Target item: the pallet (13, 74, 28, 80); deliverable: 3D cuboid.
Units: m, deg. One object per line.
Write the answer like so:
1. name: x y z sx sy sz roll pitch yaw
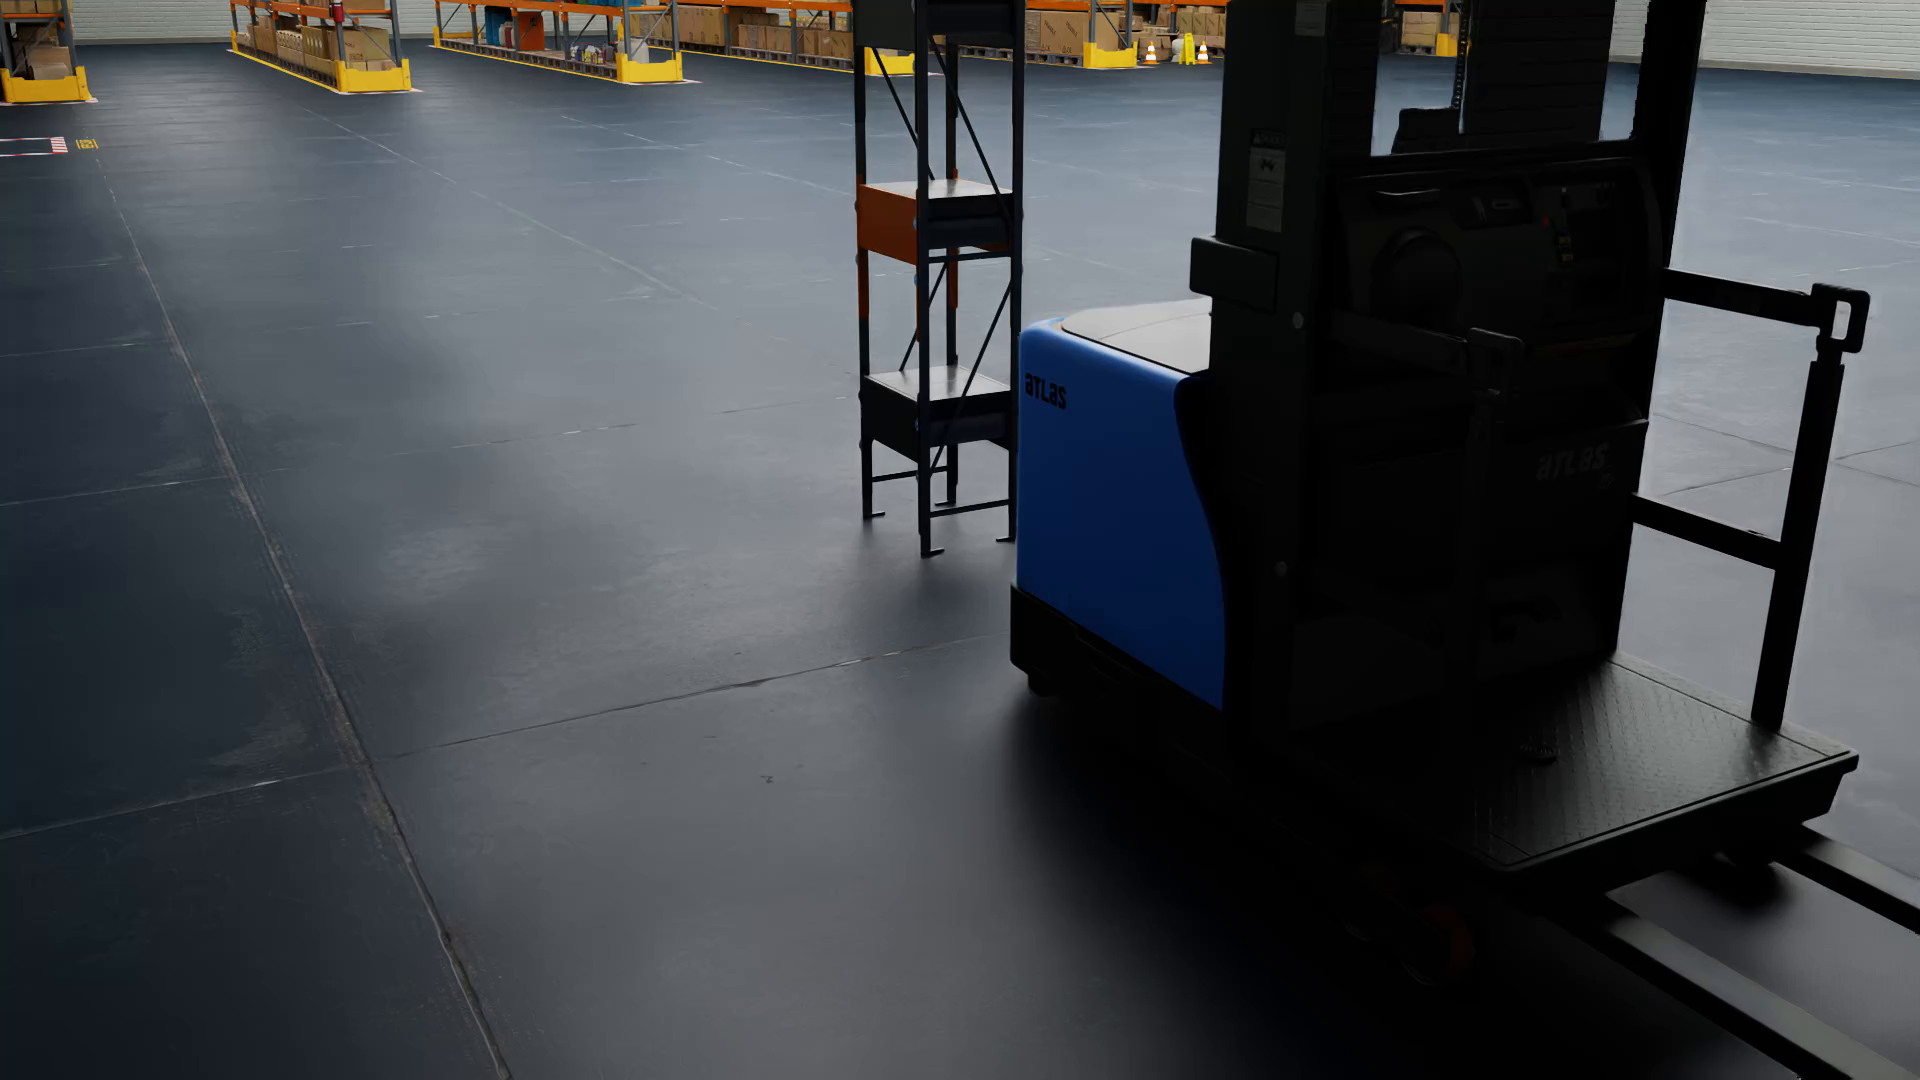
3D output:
1. pallet: -15.899 -7.970 28.906 1.003 0.211 1.213 -10 21 -27

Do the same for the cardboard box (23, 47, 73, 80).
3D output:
1. cardboard box: -15.174 -7.949 27.725 0.700 0.500 0.500 -12 22 -30

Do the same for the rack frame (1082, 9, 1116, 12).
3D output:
1. rack frame: 3.651 -14.461 43.441 1.000 3.000 0.127 -10 21 -27

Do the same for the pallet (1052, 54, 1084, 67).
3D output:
1. pallet: 2.693 -10.268 35.564 1.003 0.211 1.213 -10 21 -27

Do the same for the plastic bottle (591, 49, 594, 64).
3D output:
1. plastic bottle: -7.050 -9.358 32.155 0.152 0.276 0.135 -11 22 -28

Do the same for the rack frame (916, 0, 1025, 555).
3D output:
1. rack frame: 0.037 -0.970 5.724 0.400 2.100 0.015 -10 21 -27

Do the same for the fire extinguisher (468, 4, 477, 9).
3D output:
1. fire extinguisher: -12.900 -14.356 43.827 0.296 0.674 0.183 -10 21 -27

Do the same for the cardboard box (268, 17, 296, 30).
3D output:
1. cardboard box: -14.472 -11.021 35.480 0.500 0.250 0.500 -9 21 -25

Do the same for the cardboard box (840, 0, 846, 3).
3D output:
1. cardboard box: -2.197 -10.917 33.555 0.380 0.149 0.250 -10 21 -27

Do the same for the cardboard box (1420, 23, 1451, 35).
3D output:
1. cardboard box: 11.310 -12.161 39.580 0.500 0.250 0.500 -10 22 -27

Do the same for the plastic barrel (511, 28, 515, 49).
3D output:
1. plastic barrel: -10.023 -11.467 37.935 0.421 0.512 0.421 0 19 0

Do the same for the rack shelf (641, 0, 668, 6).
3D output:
1. rack shelf: -7.920 -14.308 44.101 1.077 0.370 4.000 -10 21 -27

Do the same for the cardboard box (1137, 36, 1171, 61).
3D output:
1. cardboard box: 4.388 -11.096 37.517 0.637 0.503 0.797 7 20 20

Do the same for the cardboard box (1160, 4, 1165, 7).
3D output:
1. cardboard box: 6.108 -15.708 48.794 0.380 0.149 0.250 -10 22 -28

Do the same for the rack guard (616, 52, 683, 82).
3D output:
1. rack guard: -5.708 -8.695 30.563 1.175 0.500 0.348 -10 21 -27

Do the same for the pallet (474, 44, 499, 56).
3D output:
1. pallet: -10.999 -11.761 39.891 1.003 0.211 1.213 -10 21 -27

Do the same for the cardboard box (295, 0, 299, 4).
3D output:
1. cardboard box: -12.979 -10.961 33.144 0.500 0.500 0.500 -11 22 -30

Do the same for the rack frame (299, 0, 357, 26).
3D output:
1. rack frame: -11.891 -10.244 31.221 1.000 3.000 0.127 -10 21 -27

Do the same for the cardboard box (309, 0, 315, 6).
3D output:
1. cardboard box: -11.675 -10.165 30.838 0.700 0.500 0.500 -11 22 -28

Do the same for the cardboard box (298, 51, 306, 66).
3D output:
1. cardboard box: -12.343 -9.217 31.816 0.500 0.250 0.500 -10 22 -27

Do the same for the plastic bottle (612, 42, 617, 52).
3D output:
1. plastic bottle: -6.879 -9.771 33.236 0.144 0.351 0.185 -11 22 -29

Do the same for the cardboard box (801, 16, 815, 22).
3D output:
1. cardboard box: -4.263 -14.738 47.059 0.380 0.149 0.250 -10 21 -27

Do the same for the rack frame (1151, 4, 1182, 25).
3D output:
1. rack frame: 6.118 -16.379 49.000 1.000 3.000 0.127 -10 21 -27

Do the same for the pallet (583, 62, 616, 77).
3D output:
1. pallet: -6.664 -9.142 32.302 1.003 0.211 1.213 -10 21 -27

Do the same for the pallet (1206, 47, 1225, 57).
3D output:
1. pallet: 6.484 -11.456 39.009 1.003 0.211 1.213 -10 21 -27

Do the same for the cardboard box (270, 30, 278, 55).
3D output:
1. cardboard box: -14.441 -10.651 35.557 0.500 0.500 0.500 -9 21 -25

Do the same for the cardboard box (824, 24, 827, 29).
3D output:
1. cardboard box: -3.549 -14.233 46.052 0.380 0.149 0.250 -11 22 -29

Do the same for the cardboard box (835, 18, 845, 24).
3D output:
1. cardboard box: -3.236 -14.145 45.340 0.380 0.149 0.250 -10 22 -27

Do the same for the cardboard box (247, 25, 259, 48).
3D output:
1. cardboard box: -16.210 -11.687 38.559 0.500 0.500 0.500 -10 21 -27

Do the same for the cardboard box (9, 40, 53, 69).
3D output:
1. cardboard box: -16.902 -8.851 30.342 0.700 0.500 0.500 -10 22 -28

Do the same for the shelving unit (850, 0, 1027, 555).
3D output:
1. shelving unit: -0.079 -1.040 5.927 0.431 2.100 0.503 -10 21 -27

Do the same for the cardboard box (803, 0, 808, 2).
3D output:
1. cardboard box: -3.083 -11.409 34.982 0.380 0.149 0.250 -10 21 -27

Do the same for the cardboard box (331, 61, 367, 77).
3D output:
1. cardboard box: -10.506 -8.103 28.587 0.500 0.250 0.500 -10 21 -27

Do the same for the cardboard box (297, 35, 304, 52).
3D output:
1. cardboard box: -12.336 -9.480 31.718 0.500 0.311 0.500 -10 21 -27

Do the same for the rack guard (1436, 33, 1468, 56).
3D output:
1. rack guard: 11.828 -11.746 39.404 1.175 0.500 0.348 -10 21 -27

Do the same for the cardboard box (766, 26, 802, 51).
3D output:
1. cardboard box: -3.920 -11.284 37.391 0.700 0.500 0.500 -12 22 -31

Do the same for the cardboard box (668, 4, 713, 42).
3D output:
1. cardboard box: -6.648 -13.088 42.075 1.225 0.875 0.875 -10 21 -26

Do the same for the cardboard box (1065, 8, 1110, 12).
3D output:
1. cardboard box: 3.396 -13.866 44.331 0.875 0.875 0.875 -10 22 -27

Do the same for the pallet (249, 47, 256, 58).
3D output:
1. pallet: -16.015 -11.420 38.903 1.003 0.211 1.213 -10 21 -27

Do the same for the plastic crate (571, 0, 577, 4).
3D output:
1. plastic crate: -7.393 -10.811 32.959 0.767 0.338 0.504 -10 21 -27

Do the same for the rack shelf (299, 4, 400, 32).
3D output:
1. rack shelf: -10.941 -9.330 29.674 1.077 0.370 4.000 -10 21 -27

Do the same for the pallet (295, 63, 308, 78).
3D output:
1. pallet: -12.275 -9.132 32.271 1.003 0.211 1.213 -10 21 -27

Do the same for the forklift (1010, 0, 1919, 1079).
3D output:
1. forklift: 1.292 -0.629 3.460 1.130 2.935 3.031 -10 21 -27

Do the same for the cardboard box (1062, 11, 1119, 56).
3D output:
1. cardboard box: 2.761 -10.747 35.292 0.875 0.875 0.875 -10 21 -26

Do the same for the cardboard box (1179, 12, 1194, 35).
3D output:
1. cardboard box: 5.593 -12.355 39.759 0.500 0.500 0.500 -9 21 -24

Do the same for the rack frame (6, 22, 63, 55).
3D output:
1. rack frame: -18.148 -10.624 32.322 1.000 3.000 0.127 -10 21 -27

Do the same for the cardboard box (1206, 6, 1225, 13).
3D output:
1. cardboard box: 5.976 -12.392 38.872 0.380 0.149 0.250 -9 21 -24

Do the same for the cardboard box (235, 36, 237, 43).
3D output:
1. cardboard box: -17.693 -12.376 41.095 0.380 0.149 0.250 -10 21 -27

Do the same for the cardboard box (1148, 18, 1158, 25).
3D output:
1. cardboard box: 6.012 -15.533 50.025 0.500 0.311 0.500 -9 21 -25

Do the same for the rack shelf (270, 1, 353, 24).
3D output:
1. rack shelf: -12.841 -10.478 33.002 1.077 0.370 4.000 -10 21 -27

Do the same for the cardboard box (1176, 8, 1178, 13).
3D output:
1. cardboard box: 6.386 -15.419 48.411 0.380 0.149 0.250 -11 22 -29

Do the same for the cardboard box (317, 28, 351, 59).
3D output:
1. cardboard box: -10.996 -8.742 29.289 0.500 0.500 0.500 -10 21 -27

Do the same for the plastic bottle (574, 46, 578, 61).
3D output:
1. plastic bottle: -7.587 -9.683 33.095 0.152 0.276 0.135 -9 21 -25
